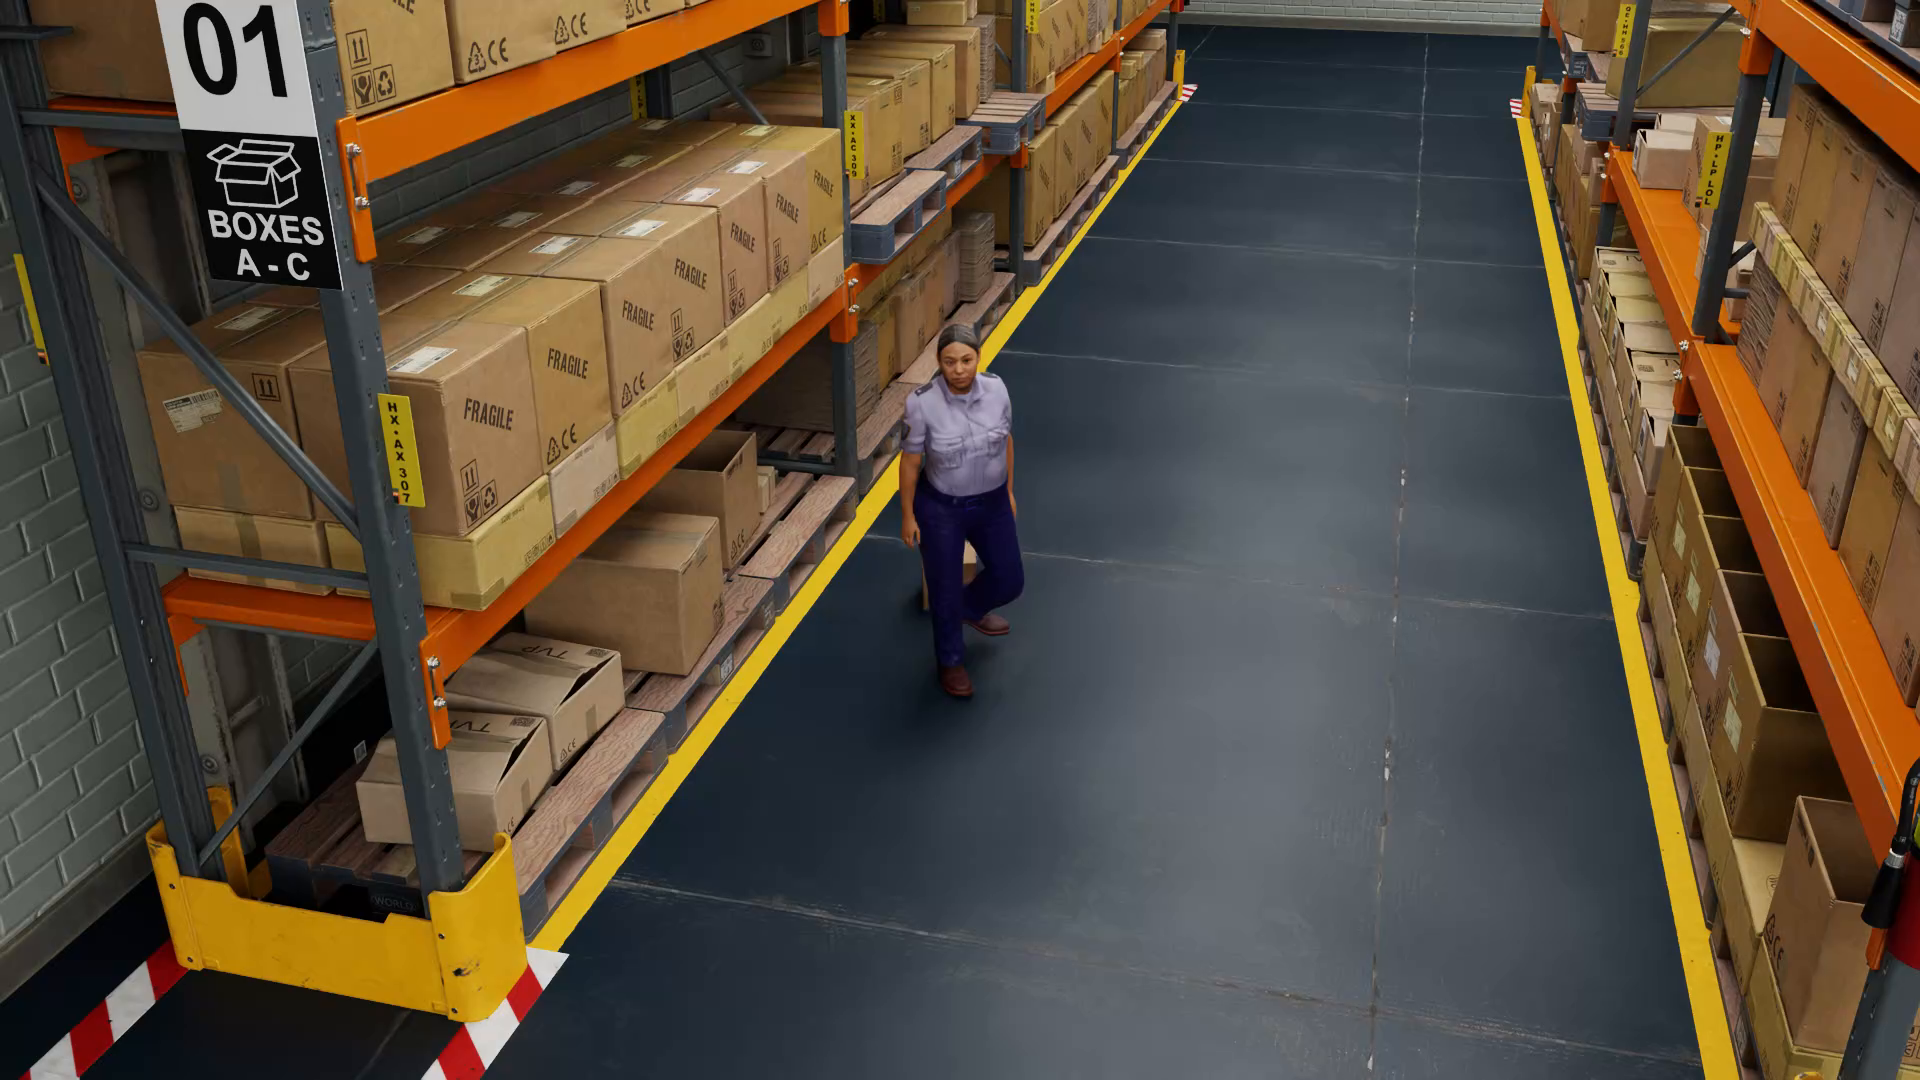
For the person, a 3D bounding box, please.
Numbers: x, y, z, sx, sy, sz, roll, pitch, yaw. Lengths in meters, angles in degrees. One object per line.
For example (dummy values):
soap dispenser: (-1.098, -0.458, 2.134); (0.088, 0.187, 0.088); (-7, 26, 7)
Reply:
person: (-0.018, -0.179, 6.930); (0.524, 1.578, 0.480); (-10, 27, -21)
